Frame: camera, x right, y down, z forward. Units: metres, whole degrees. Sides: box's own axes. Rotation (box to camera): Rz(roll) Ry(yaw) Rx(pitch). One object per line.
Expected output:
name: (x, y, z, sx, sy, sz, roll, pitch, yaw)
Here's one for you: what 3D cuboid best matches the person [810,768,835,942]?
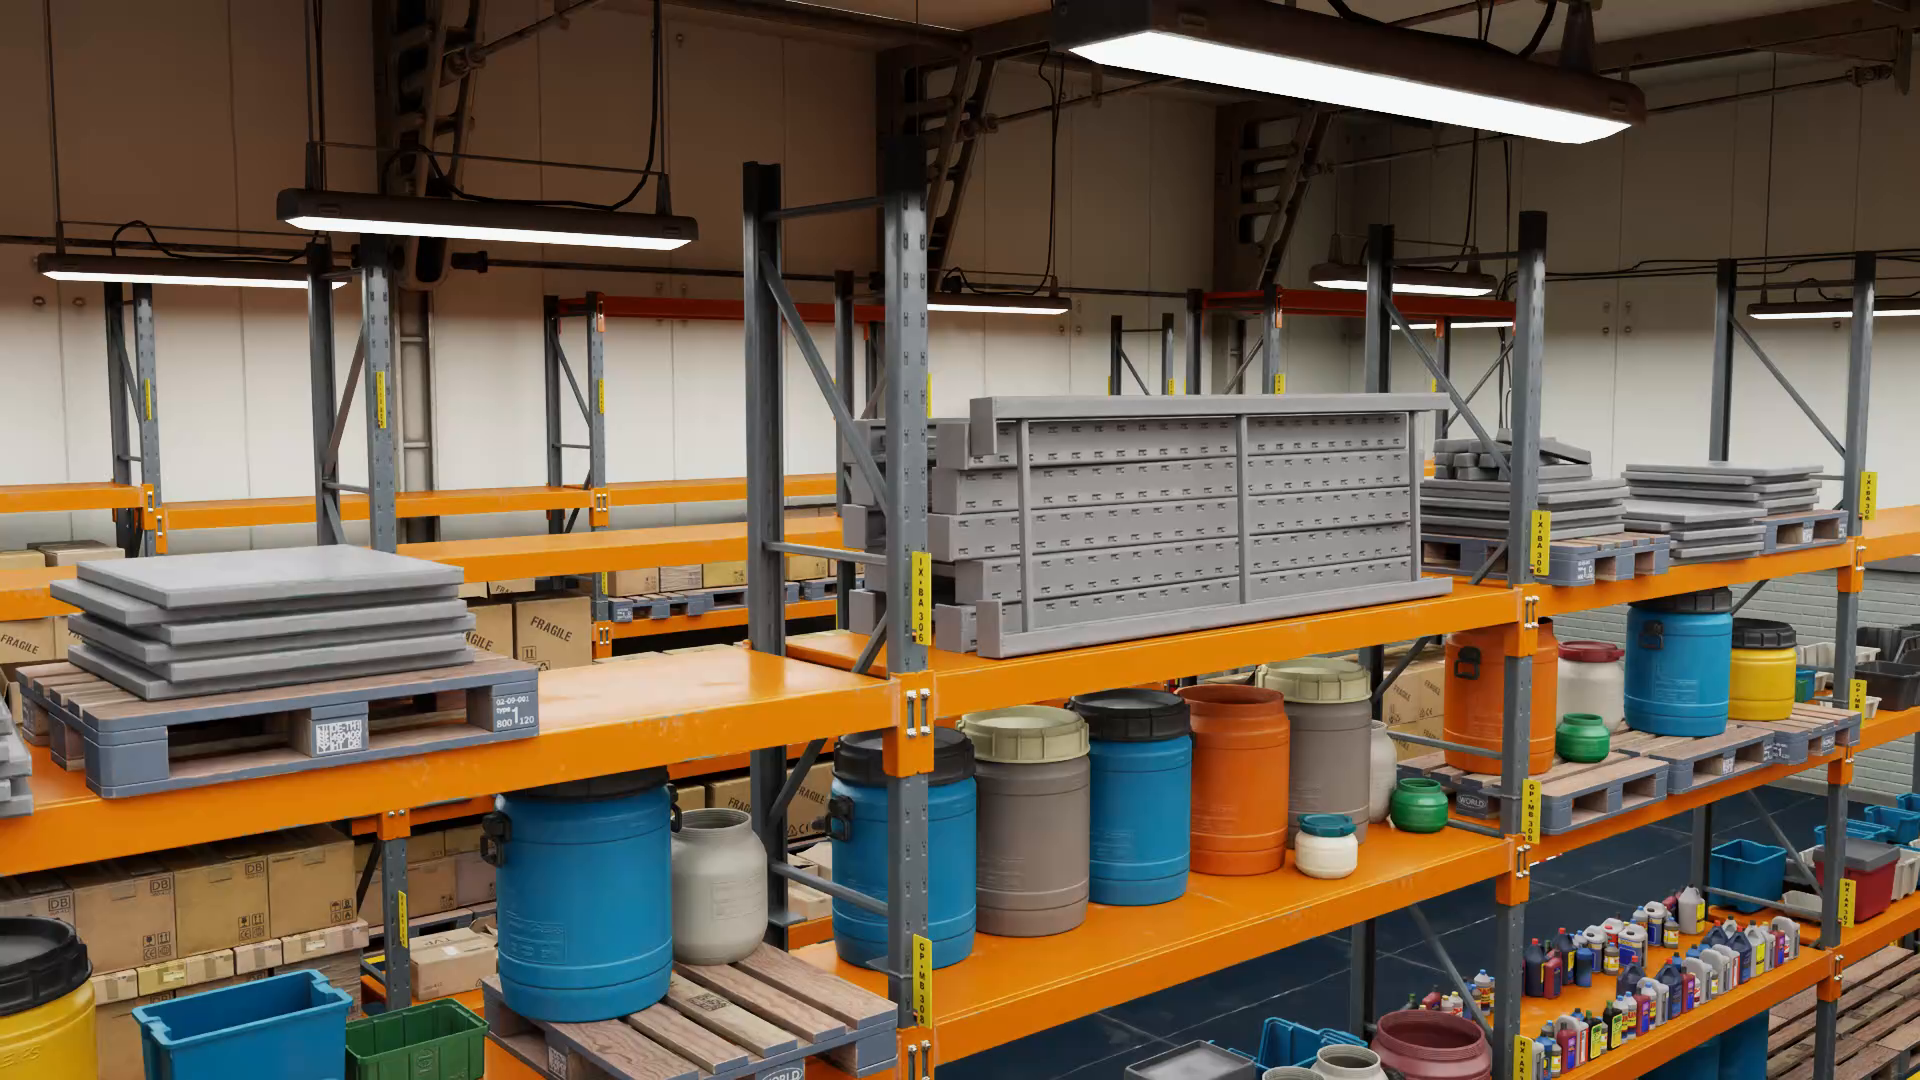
person: (-0.928, 2.850, 14.902, 0.864, 1.818, 0.693, -4, 7, -38)
